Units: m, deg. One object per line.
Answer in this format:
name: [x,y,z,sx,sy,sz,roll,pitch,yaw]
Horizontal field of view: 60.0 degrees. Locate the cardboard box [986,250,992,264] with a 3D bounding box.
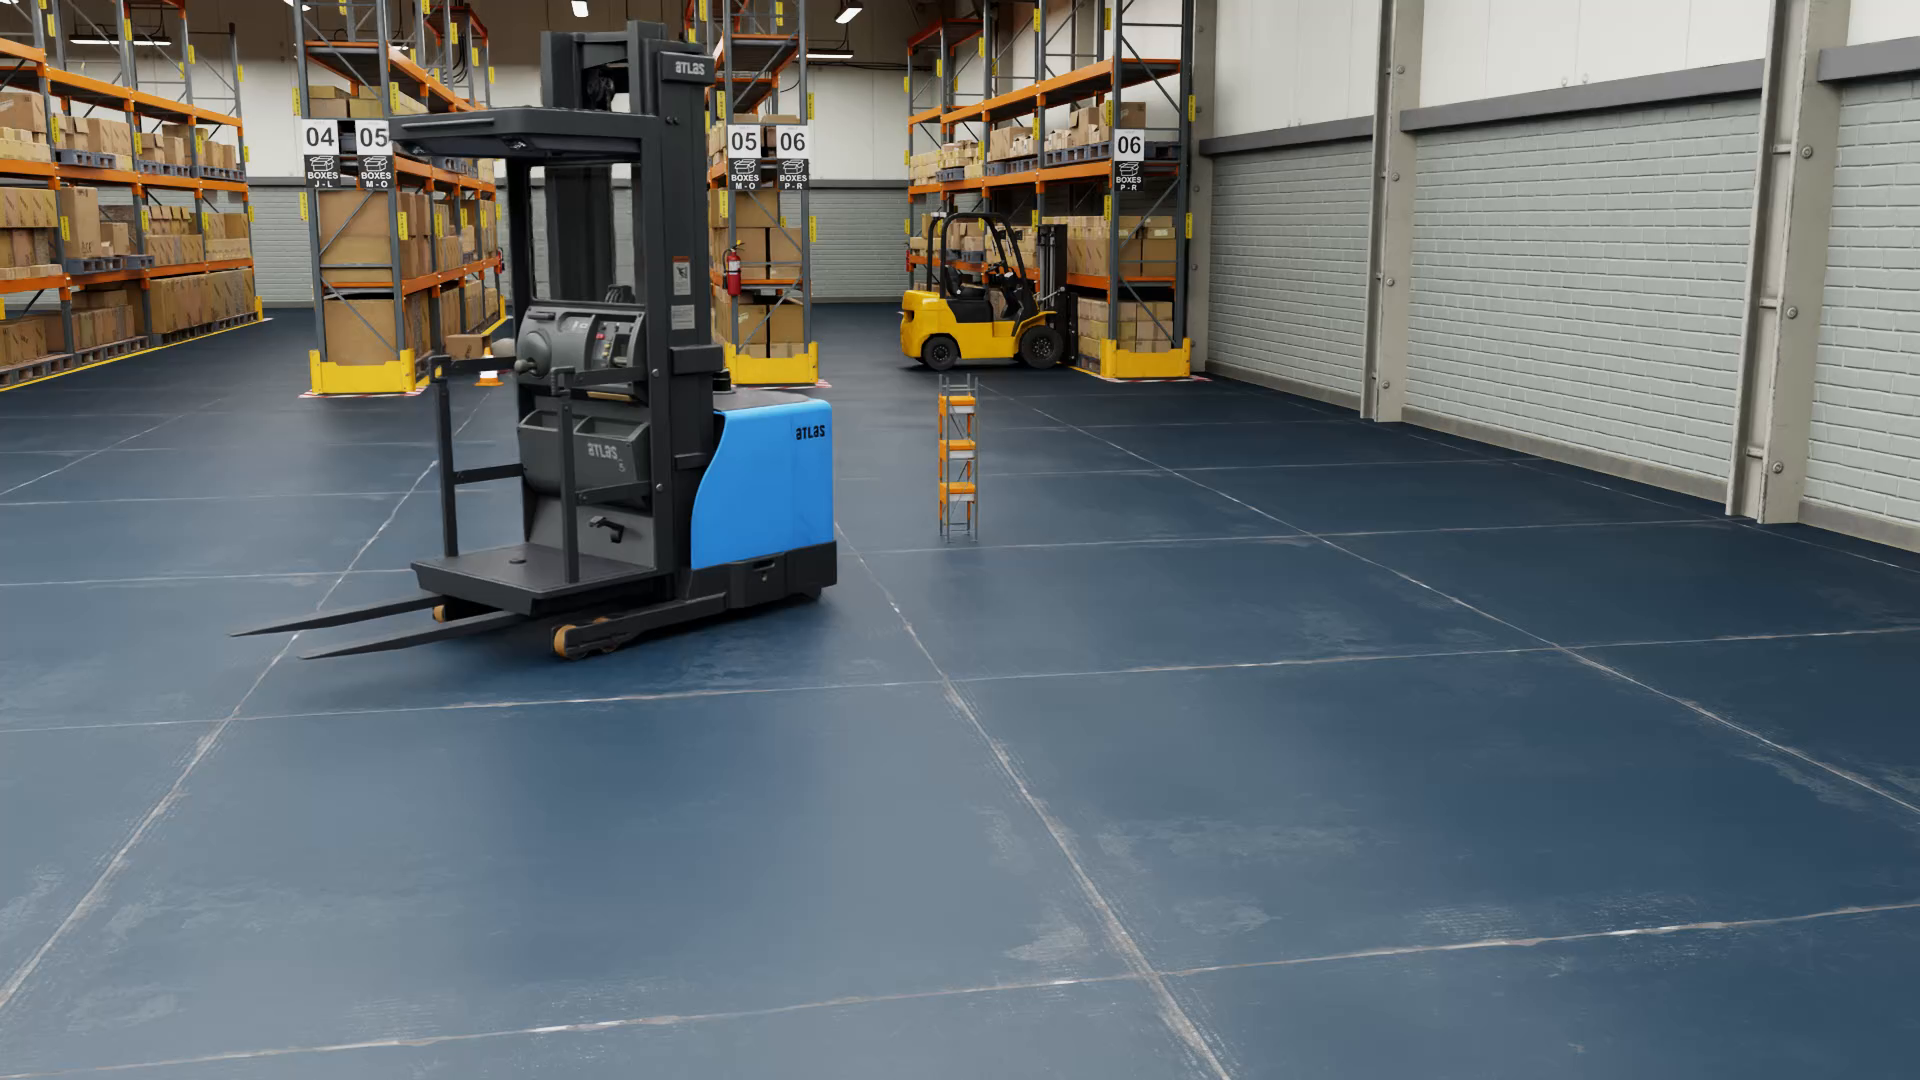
cardboard box: [0.759,-4.970,29.186,0.500,0.250,0.500,-2,11,-11]

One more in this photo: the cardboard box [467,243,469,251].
cardboard box: [-9.042,-5.266,29.890,0.380,0.149,0.250,-2,11,-9]

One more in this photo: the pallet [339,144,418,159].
pallet: [-7.631,-5.077,21.561,1.003,0.211,1.213,-2,11,-11]

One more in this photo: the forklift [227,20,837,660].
forklift: [-2.007,-0.985,8.031,1.130,2.935,3.031,9,14,39]

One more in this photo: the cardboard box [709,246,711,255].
cardboard box: [-3.721,-4.528,26.011,0.380,0.149,0.250,-2,11,-11]

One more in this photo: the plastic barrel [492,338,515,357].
plastic barrel: [-6.288,-2.602,23.237,0.512,0.421,0.421,6,12,28]

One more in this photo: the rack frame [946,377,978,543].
rack frame: [0.013,-0.503,10.532,0.200,1.050,0.008,-2,11,-11]

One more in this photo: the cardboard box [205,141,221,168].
cardboard box: [-14.728,-7.445,32.109,0.700,0.500,0.500,-2,11,-9]

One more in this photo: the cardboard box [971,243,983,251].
cardboard box: [0.408,-5.323,30.190,0.380,0.149,0.250,-2,11,-10]

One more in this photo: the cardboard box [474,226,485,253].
cardboard box: [-9.419,-5.783,31.994,0.500,0.500,0.500,-2,11,-12]

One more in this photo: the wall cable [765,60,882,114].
wall cable: [-3.416,-10.540,41.903,2.988,3.039,0.133,-2,11,-11]

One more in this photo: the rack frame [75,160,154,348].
rack frame: [-13.677,-4.592,26.801,1.000,3.000,0.127,-2,11,-11]

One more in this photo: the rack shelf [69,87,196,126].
rack shelf: [-14.066,-7.356,28.272,1.077,0.370,4.000,-2,11,-11]

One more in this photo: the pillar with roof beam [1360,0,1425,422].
pillar with roof beam: [0.161,-5.517,15.615,9.100,9.000,0.400,-2,11,-11]

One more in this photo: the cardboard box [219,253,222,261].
cardboard box: [-14.342,-5.413,31.787,0.380,0.149,0.250,-2,11,-13]

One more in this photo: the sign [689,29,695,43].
sign: [-4.499,-8.415,27.922,0.100,0.325,0.005,-2,11,-11]

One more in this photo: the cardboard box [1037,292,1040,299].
cardboard box: [1.477,-3.647,25.390,0.500,0.250,0.500,-2,11,-12]

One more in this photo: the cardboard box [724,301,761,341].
cardboard box: [-2.916,-2.942,22.357,0.500,0.500,0.500,-2,11,-9]

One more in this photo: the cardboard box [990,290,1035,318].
cardboard box: [1.020,-4.059,29.225,0.875,0.625,0.625,-2,11,-9]

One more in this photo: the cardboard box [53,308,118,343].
cardboard box: [-13.289,-3.253,25.274,0.700,0.500,0.500,-1,11,-6]

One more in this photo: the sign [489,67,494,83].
sign: [-9.799,-9.721,34.783,0.100,0.325,0.005,-2,11,-11]

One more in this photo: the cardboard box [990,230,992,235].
cardboard box: [0.739,-5.383,28.956,0.380,0.149,0.250,-2,11,-10]

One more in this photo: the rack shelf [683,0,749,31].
rack shelf: [-4.345,-9.546,29.817,1.077,0.370,4.000,-2,11,-11]

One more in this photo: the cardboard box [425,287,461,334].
cardboard box: [-8.761,-3.740,27.218,1.050,0.750,0.750,-2,11,-12]

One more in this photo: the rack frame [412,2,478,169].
rack frame: [-9.570,-8.435,30.944,1.000,3.000,0.127,-2,11,-11]

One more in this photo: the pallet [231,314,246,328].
pallet: [-14.766,-4.322,32.842,1.003,0.211,1.213,-2,11,-11]

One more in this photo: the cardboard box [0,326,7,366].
cardboard box: [-12.479,-2.442,21.068,0.500,0.500,0.500,-1,11,-6]

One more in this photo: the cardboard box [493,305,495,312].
cardboard box: [-9.752,-4.754,34.151,0.380,0.149,0.250,-3,11,-14]

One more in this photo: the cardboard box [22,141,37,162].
cardboard box: [-12.462,-5.088,21.785,0.500,0.250,0.500,-2,11,-10]

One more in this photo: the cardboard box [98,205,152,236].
cardboard box: [-13.803,-5.269,27.405,0.797,0.503,0.637,-2,11,-9]

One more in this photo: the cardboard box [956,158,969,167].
cardboard box: [0.127,-7.123,31.355,0.380,0.149,0.250,-2,11,-10]

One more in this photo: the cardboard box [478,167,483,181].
cardboard box: [-9.401,-6.982,31.735,0.500,0.250,0.500,-2,11,-8]

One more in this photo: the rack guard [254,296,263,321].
rack guard: [-15.237,-4.836,34.766,1.175,0.500,0.348,-2,11,-11]

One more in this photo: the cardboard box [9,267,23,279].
cardboard box: [-12.291,-3.431,21.371,0.380,0.149,0.250,-2,11,-11]

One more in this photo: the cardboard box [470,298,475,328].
cardboard box: [-8.780,-3.963,29.060,0.500,0.500,0.500,-2,11,-10]

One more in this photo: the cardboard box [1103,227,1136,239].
cardboard box: [2.126,-4.088,22.148,0.380,0.149,0.250,-2,11,-10]

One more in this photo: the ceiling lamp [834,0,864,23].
ceiling lamp: [-1.858,-11.448,31.166,0.800,3.185,2.000,-2,11,-11]

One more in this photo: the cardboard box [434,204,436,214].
cardboard box: [-8.316,-4.838,25.153,0.700,0.500,0.500,-2,11,-11]

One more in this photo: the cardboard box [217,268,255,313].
cardboard box: [-15.030,-5.107,34.068,0.875,0.875,0.875,-2,11,-11]

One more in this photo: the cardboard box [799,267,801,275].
cardboard box: [-2.298,-3.529,21.887,0.380,0.149,0.250,-2,11,-13]

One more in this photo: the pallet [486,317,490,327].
pallet: [-9.735,-4.240,32.407,1.003,0.211,1.213,-2,11,-11]

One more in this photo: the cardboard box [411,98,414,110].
cardboard box: [-7.334,-5.684,21.662,0.380,0.149,0.250,-2,11,-10]

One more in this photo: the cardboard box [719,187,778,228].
cardboard box: [-2.713,-4.257,21.305,0.700,0.500,0.500,-2,11,-12]

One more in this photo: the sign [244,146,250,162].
sign: [-14.697,-7.946,34.244,0.100,0.325,0.005,-2,11,-11]

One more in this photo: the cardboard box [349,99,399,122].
cardboard box: [-7.078,-5.186,20.113,0.500,0.250,0.500,-2,11,-11]

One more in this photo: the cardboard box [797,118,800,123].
cardboard box: [-2.297,-5.442,21.784,0.380,0.149,0.250,-2,11,-11]

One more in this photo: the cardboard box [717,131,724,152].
cardboard box: [-2.966,-5.303,22.117,0.500,0.250,0.500,-2,11,-9]

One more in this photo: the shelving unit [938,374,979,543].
shelving unit: [-0.010,-0.526,10.650,0.215,1.050,0.252,-2,11,-11]

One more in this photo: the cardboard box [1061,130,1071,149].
cardboard box: [1.681,-5.780,23.987,0.396,0.266,0.258,-2,11,-12]

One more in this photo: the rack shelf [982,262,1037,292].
rack shelf: [1.301,-4.413,27.786,1.077,0.370,4.000,-2,11,-11]
